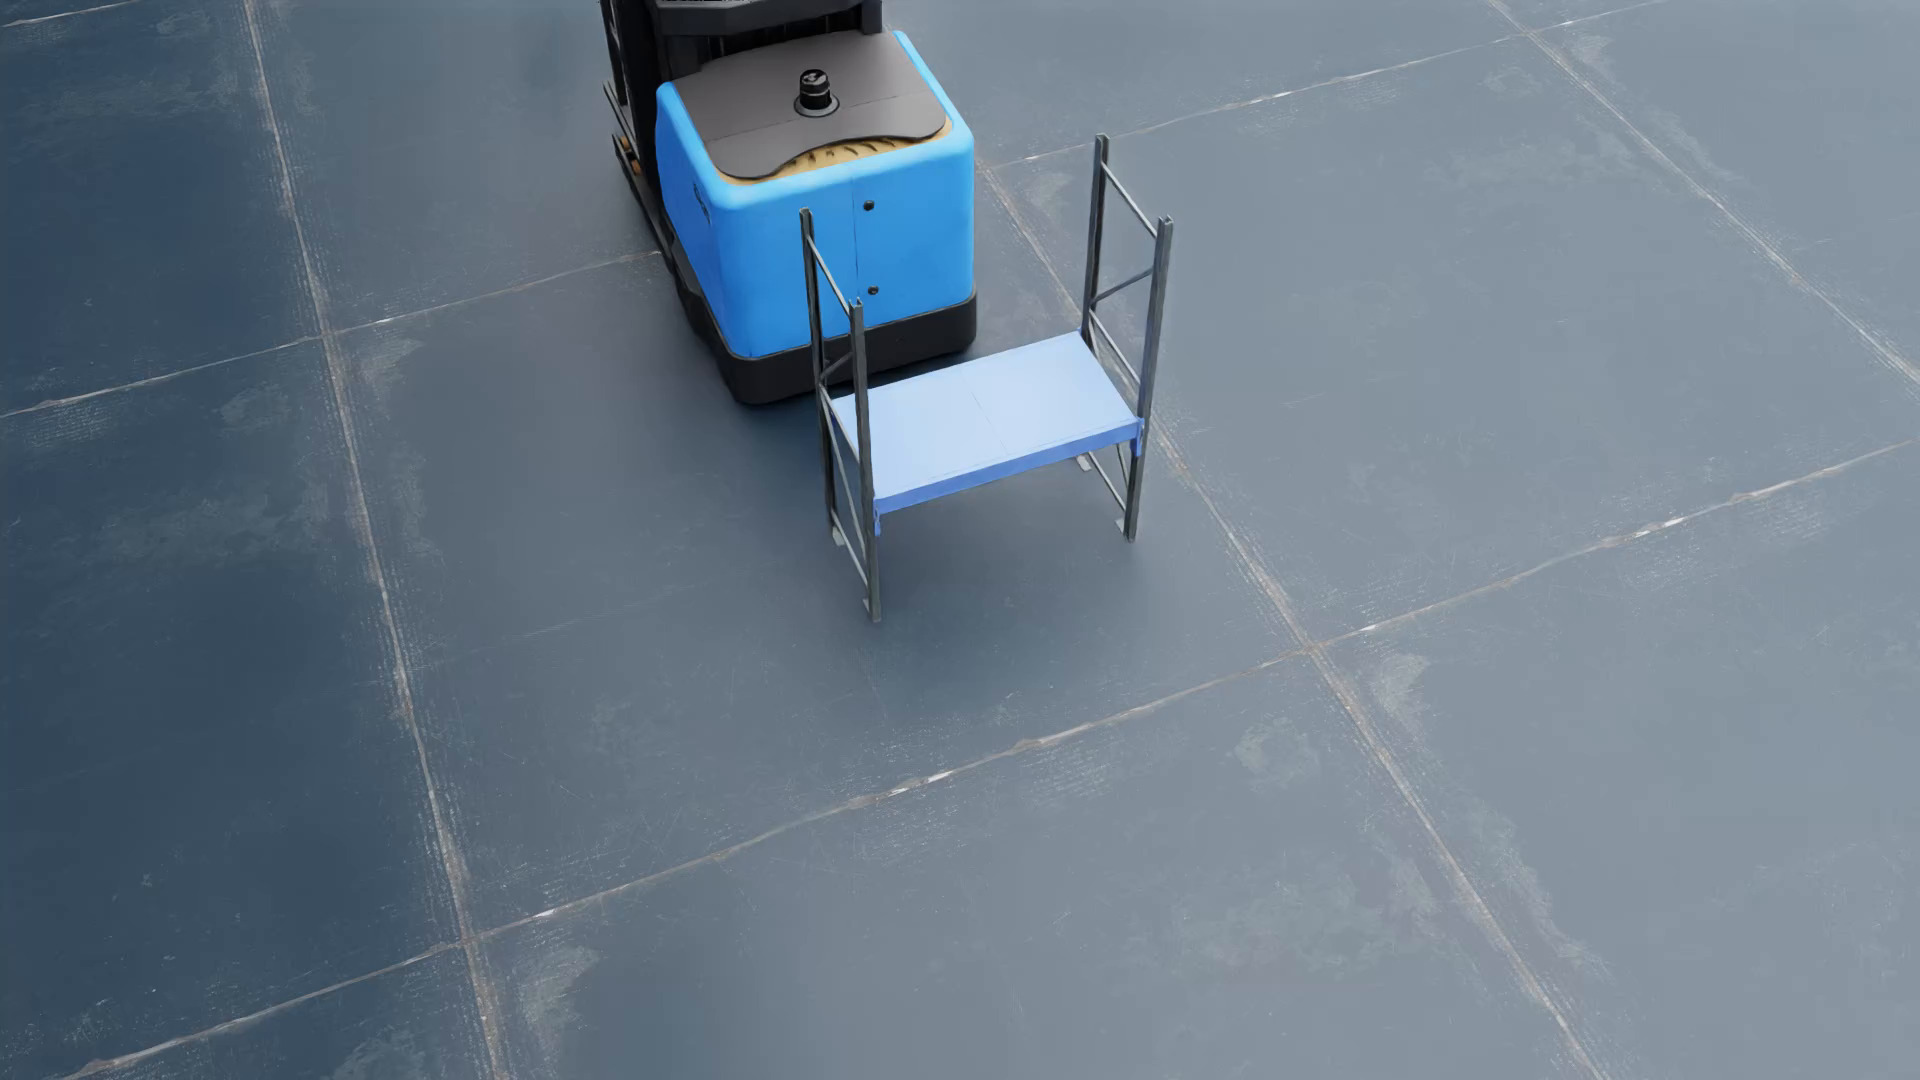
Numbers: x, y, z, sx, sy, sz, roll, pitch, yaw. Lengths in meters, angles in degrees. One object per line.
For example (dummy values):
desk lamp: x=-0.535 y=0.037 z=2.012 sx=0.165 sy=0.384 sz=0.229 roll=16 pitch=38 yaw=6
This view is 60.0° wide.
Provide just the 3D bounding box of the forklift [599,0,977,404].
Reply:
forklift: x=-0.952 y=-2.638 z=6.583 sx=1.130 sy=2.935 sz=3.031 roll=-17 pitch=51 yaw=-14

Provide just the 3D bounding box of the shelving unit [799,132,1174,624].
shelving unit: x=0.079 y=-0.513 z=5.702 sx=1.048 sy=1.500 sz=0.538 roll=-17 pitch=52 yaw=-14

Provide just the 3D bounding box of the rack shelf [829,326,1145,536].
rack shelf: x=0.079 y=-0.396 z=5.839 sx=1.000 sy=0.185 sz=0.538 roll=-17 pitch=52 yaw=-14

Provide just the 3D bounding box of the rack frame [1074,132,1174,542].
rack frame: x=0.550 y=-0.659 z=5.827 sx=0.032 sy=1.500 sz=0.500 roll=-17 pitch=52 yaw=-14

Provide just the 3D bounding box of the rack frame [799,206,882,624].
rack frame: x=-0.392 y=-0.367 z=5.577 sx=0.032 sy=1.500 sz=0.500 roll=-17 pitch=52 yaw=-14
